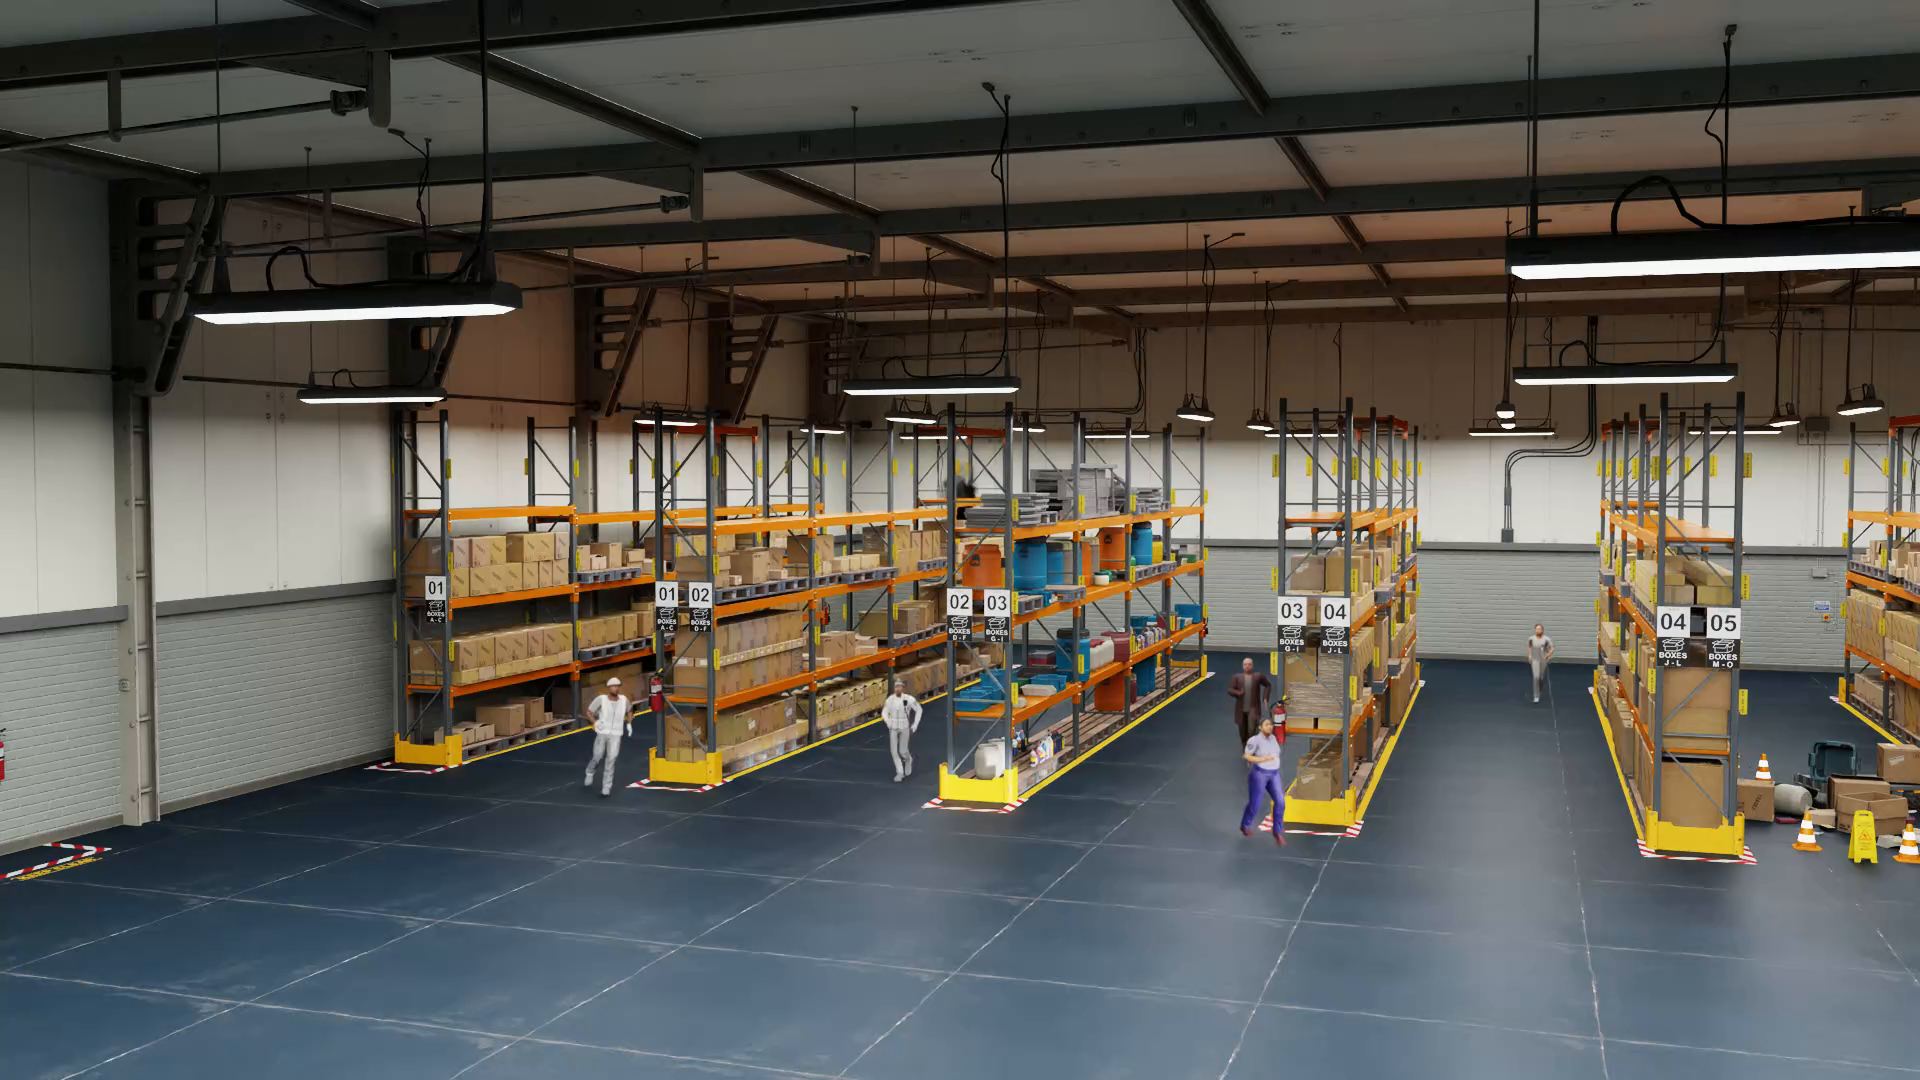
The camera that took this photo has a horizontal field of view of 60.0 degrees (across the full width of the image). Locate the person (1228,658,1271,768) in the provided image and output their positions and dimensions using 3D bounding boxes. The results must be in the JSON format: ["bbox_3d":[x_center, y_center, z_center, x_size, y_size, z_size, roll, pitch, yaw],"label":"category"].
[{"bbox_3d":[4.871,2.911,28.104,0.672,1.850,0.842,1,3,21],"label":"person"}]

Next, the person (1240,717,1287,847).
[{"bbox_3d":[4.071,3.221,22.272,0.606,1.700,0.734,-1,3,-24],"label":"person"}]

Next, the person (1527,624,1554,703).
[{"bbox_3d":[12.506,2.630,35.830,0.567,1.665,0.831,1,3,23],"label":"person"}]

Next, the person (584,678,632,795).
[{"bbox_3d":[-5.406,3.006,25.740,0.744,1.744,0.976,-1,3,-22],"label":"person"}]

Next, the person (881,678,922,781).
[{"bbox_3d":[-0.953,3.032,26.658,0.647,1.661,0.563,0,2,12],"label":"person"}]
